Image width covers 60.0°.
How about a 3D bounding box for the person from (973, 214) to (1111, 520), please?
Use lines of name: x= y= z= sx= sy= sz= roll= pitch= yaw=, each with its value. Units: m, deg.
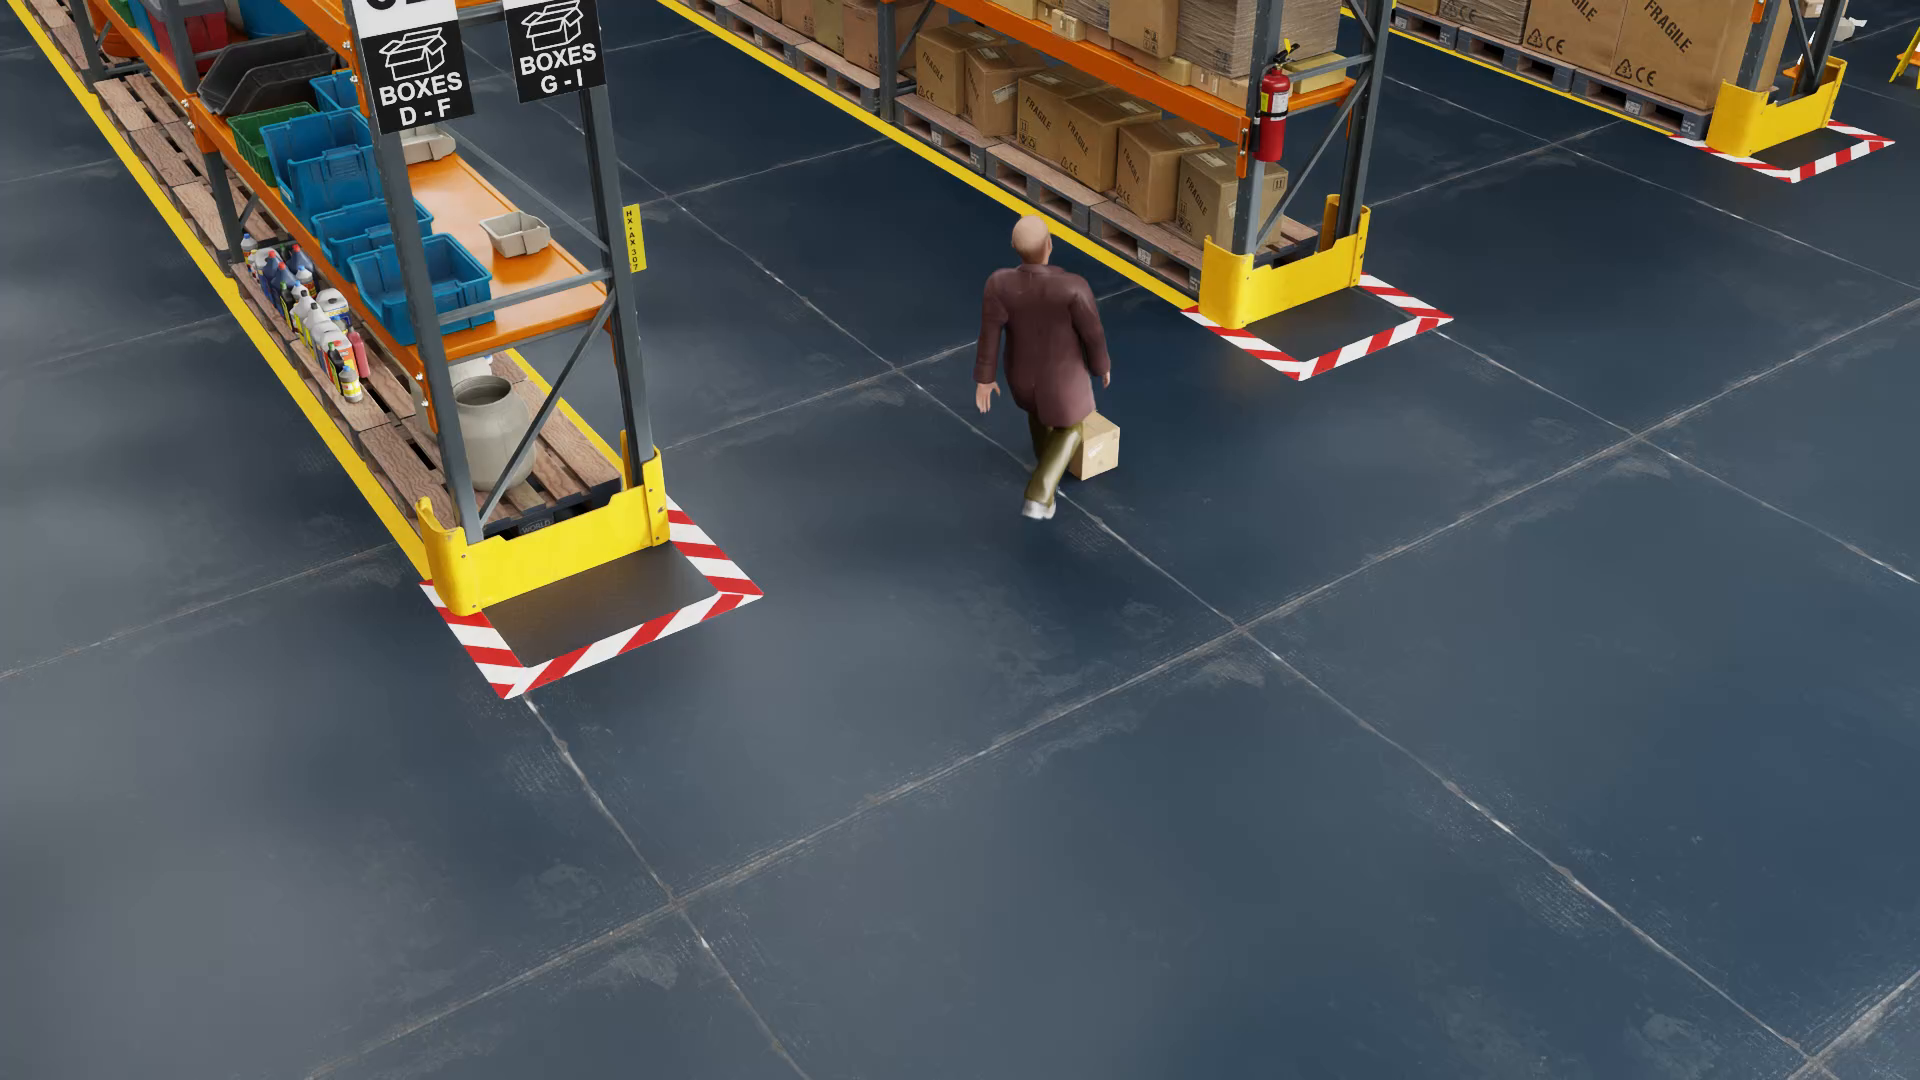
person: x=0.460 y=-0.914 z=8.337 sx=0.647 sy=1.705 sz=0.961 roll=13 pitch=38 yaw=18
